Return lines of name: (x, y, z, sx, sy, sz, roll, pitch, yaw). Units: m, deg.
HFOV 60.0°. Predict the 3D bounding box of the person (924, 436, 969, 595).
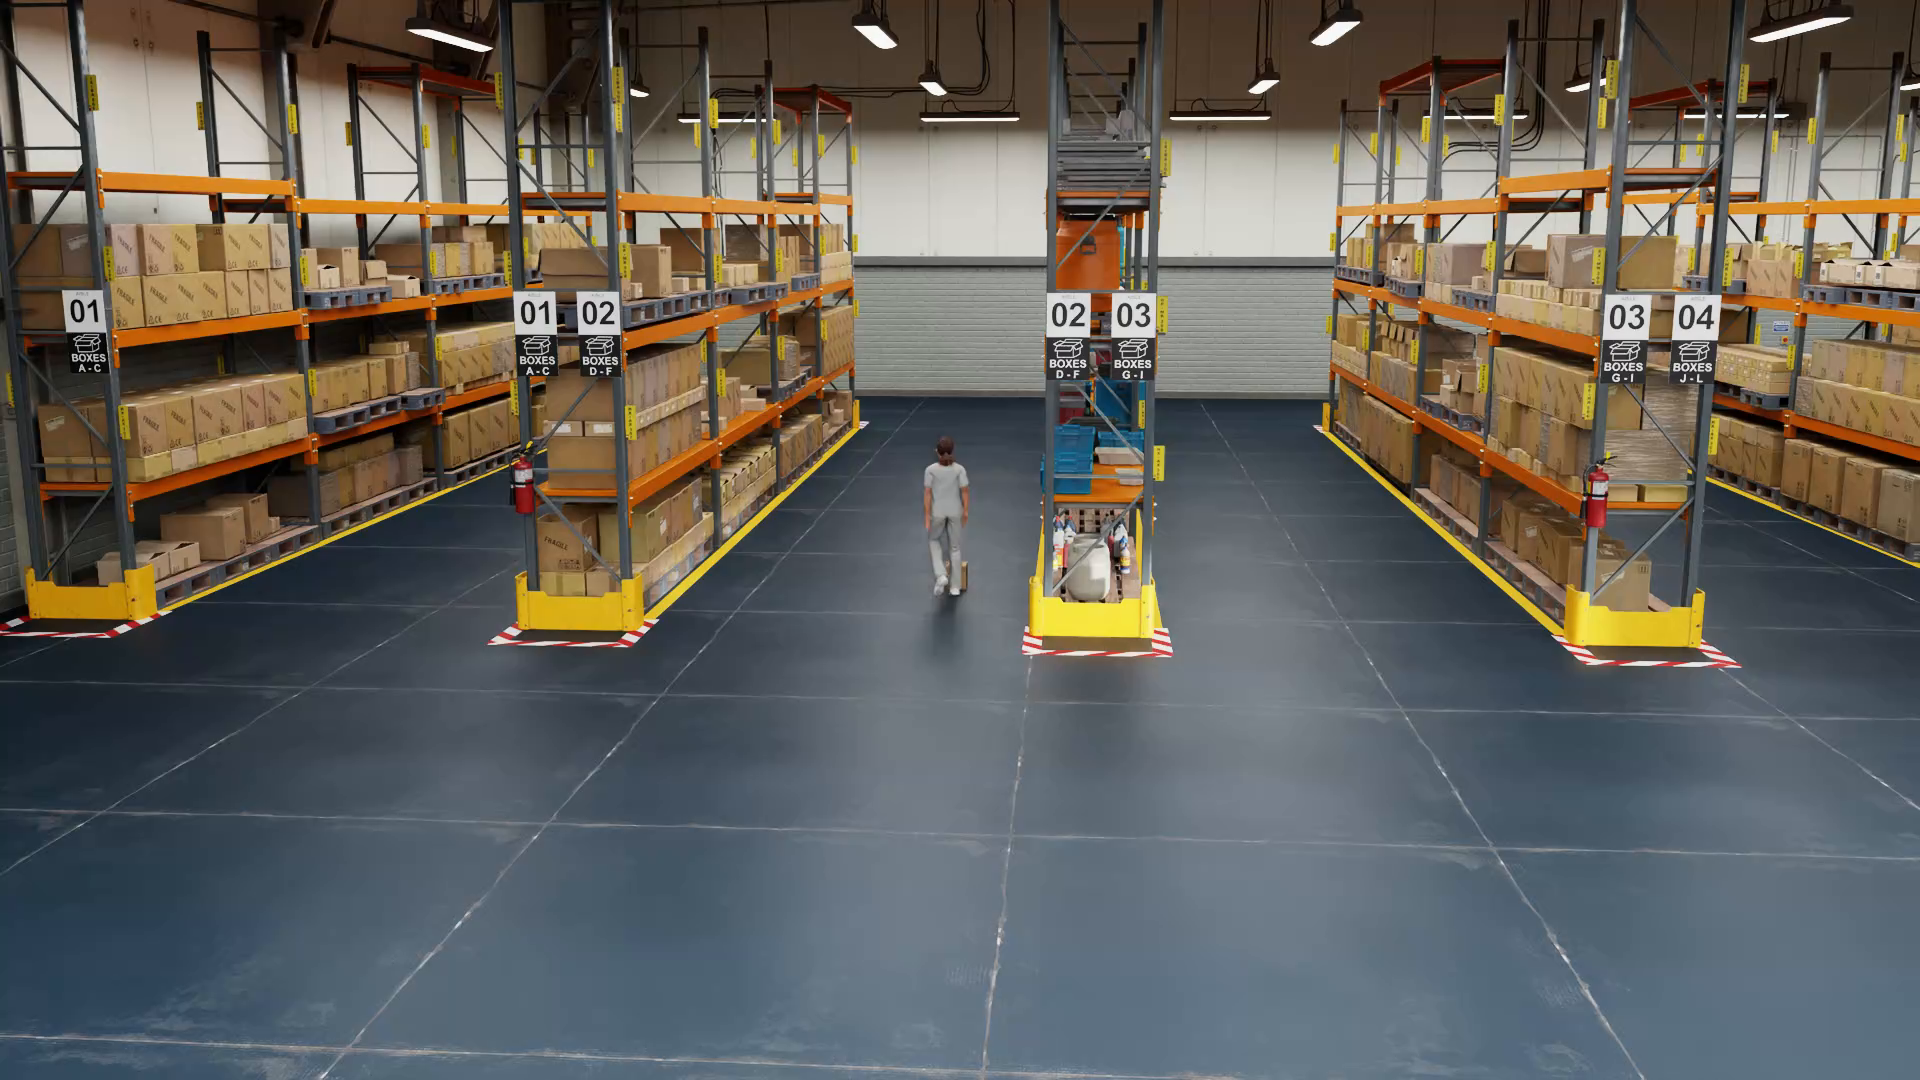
person: (-0.143, -0.241, 17.172, 0.476, 1.689, 0.524, -1, 11, -4)
